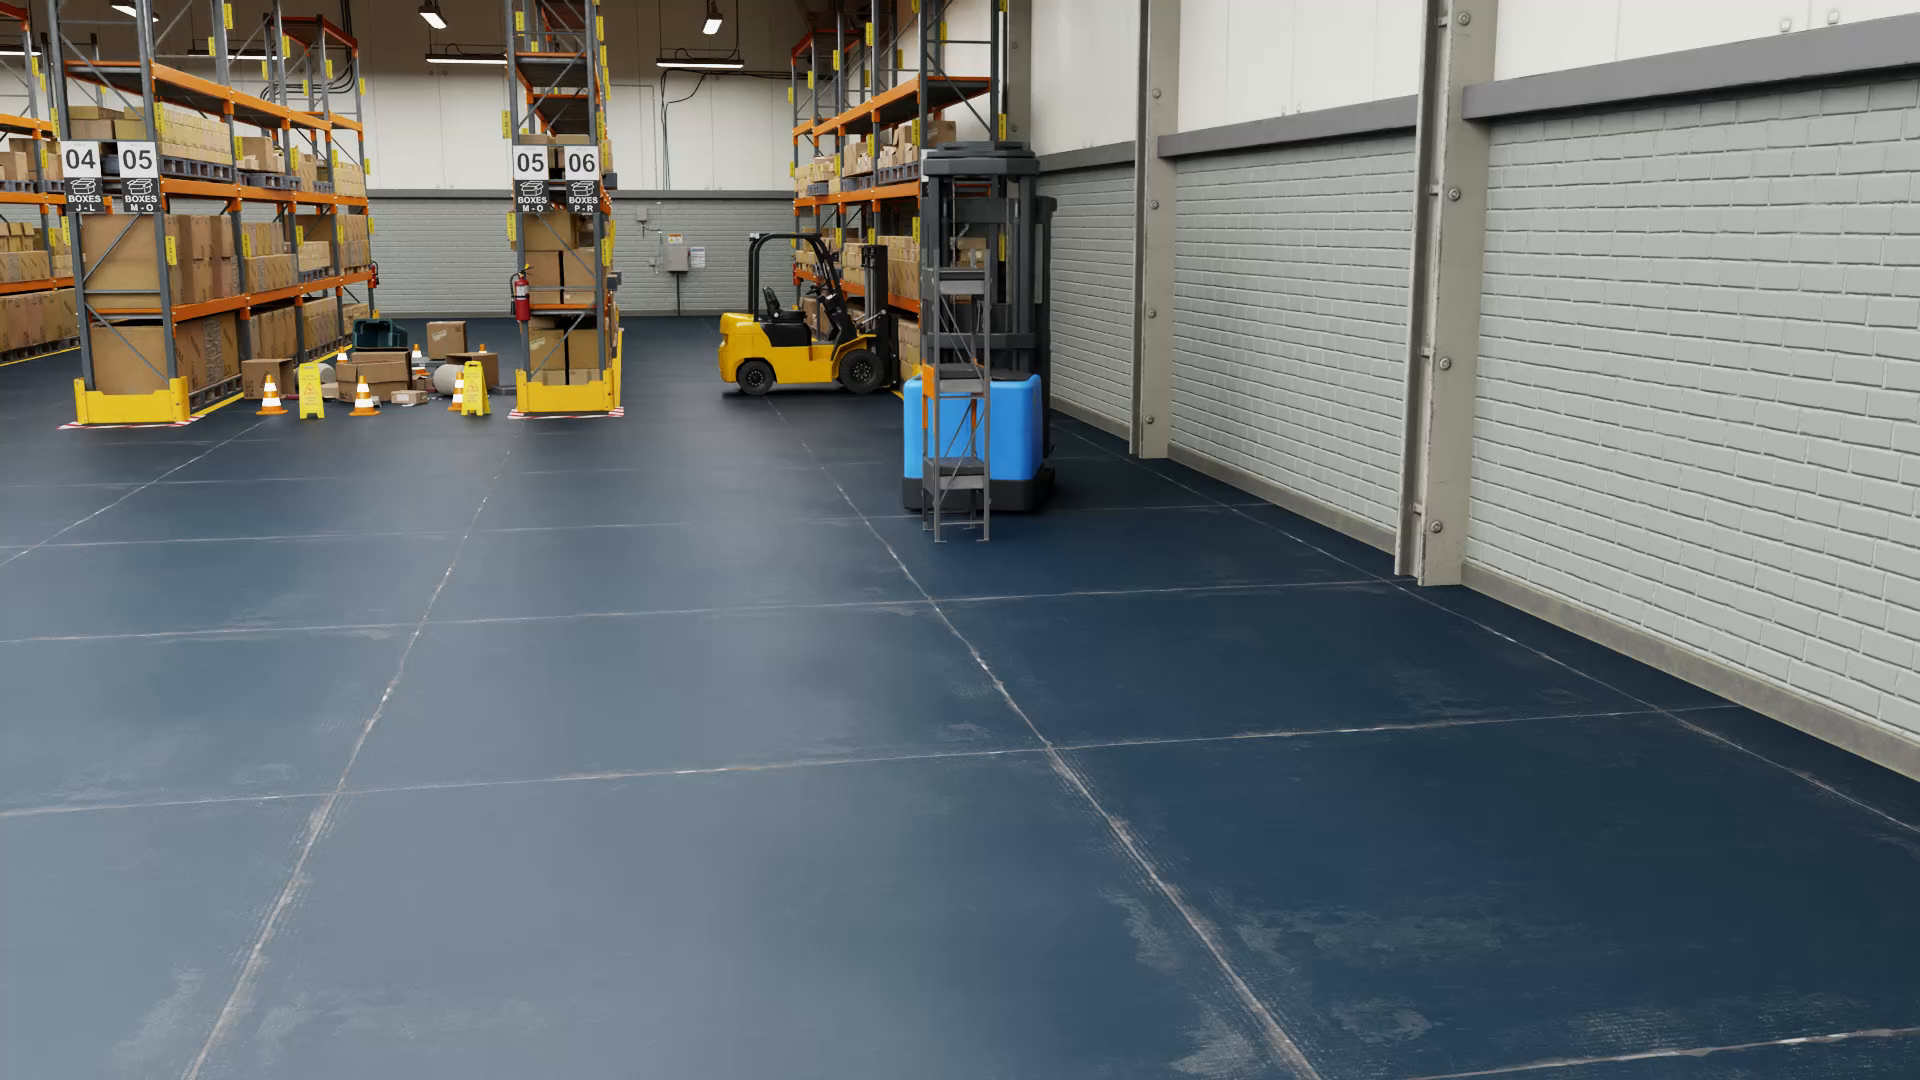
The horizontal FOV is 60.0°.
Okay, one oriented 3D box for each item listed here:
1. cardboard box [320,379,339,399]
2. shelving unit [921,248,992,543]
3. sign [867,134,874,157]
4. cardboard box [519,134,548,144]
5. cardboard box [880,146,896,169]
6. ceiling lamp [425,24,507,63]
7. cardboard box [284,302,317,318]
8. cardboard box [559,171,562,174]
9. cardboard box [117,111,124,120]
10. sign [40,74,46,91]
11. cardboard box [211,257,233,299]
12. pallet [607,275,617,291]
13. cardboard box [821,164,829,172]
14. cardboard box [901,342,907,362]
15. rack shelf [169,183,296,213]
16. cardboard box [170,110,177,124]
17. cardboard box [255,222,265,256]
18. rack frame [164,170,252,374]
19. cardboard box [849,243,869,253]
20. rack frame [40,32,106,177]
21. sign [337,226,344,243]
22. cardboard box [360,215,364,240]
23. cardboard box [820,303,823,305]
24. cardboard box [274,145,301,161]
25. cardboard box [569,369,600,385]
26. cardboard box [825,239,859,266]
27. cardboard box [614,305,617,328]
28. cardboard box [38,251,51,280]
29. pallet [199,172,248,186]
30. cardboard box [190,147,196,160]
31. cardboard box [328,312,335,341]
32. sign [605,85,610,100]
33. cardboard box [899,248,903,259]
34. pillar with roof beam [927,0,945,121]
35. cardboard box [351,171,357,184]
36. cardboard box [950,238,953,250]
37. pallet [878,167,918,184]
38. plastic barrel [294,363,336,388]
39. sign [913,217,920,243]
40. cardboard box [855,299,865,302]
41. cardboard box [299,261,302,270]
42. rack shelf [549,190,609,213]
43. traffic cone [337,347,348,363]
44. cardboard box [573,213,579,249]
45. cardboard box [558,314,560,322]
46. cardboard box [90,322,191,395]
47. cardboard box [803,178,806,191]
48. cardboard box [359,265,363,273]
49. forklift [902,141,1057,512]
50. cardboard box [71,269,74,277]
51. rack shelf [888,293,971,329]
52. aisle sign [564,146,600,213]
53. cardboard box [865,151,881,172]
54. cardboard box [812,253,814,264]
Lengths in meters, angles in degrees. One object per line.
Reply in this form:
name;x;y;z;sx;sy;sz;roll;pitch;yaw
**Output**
cardboard box;-8.355;-2.024;22.122;0.396;0.266;0.258;0;11;-1
shelving unit;-0.032;-1.062;12.160;0.431;2.100;0.503;-2;11;-11
sign;-1.323;-5.856;24.695;0.100;0.325;0.005;-2;11;-11
cardboard box;-5.238;-4.874;20.298;0.380;0.149;0.250;-2;11;-10
cardboard box;-0.870;-5.519;23.997;0.500;0.311;0.500;-2;11;-10
ceiling lamp;-10.895;-12.234;36.794;2.000;3.185;0.800;-2;11;-11
cardboard box;-11.270;-3.924;28.349;0.500;0.250;0.500;-2;11;-12
cardboard box;-5.649;-5.083;22.463;0.500;0.250;0.500;-2;11;-10
cardboard box;-10.266;-5.069;19.933;0.380;0.149;0.250;-2;11;-10
sign;-18.261;-9.119;33.121;0.100;0.325;0.005;-2;11;-11
cardboard box;-10.284;-3.522;22.278;0.875;0.550;0.550;-2;11;-11
pallet;-5.666;-3.866;24.996;1.003;0.211;1.213;-2;11;-11
cardboard box;-2.363;-6.863;30.697;0.380;0.149;0.250;-2;11;-11
cardboard box;-0.503;-2.533;22.377;0.500;0.250;0.500;-2;11;-12
rack shelf;-10.885;-5.103;24.885;1.077;0.370;4.000;-2;11;-11
cardboard box;-9.569;-5.045;19.807;0.380;0.149;0.250;-2;11;-12
cardboard box;-10.895;-4.527;25.015;0.700;0.500;0.500;-2;11;-12
rack frame;-10.496;-3.616;23.171;1.000;3.000;0.127;-2;11;-11
cardboard box;-1.669;-4.933;28.087;0.380;0.149;0.250;-2;11;-9
rack frame;-17.715;-8.602;33.323;1.000;3.000;0.127;-2;11;-11
sign;-11.509;-5.673;30.881;0.100;0.325;0.005;-2;11;-11
cardboard box;-12.399;-6.335;33.722;0.500;0.500;0.500;-3;11;-13
cardboard box;-2.539;-4.684;32.612;0.380;0.149;0.250;-2;11;-8
cardboard box;-11.271;-6.472;27.842;0.396;0.266;0.258;-2;11;-11
cardboard box;-4.768;-2.094;21.408;0.500;0.250;0.500;-2;11;-11
cardboard box;-2.069;-5.279;30.509;0.797;0.503;0.637;-2;11;-12
cardboard box;-7.408;-4.512;33.611;0.875;0.438;0.875;-2;11;-13
cardboard box;-16.578;-4.894;29.622;0.500;0.500;0.500;-2;11;-11
pallet;-10.723;-5.162;23.782;0.805;0.209;1.217;-3;11;-13
cardboard box;-9.716;-4.794;20.619;0.380;0.149;0.250;-2;11;-11
cardboard box;-11.562;-3.841;29.915;0.500;0.500;0.500;-2;11;-12
sign;-7.459;-9.477;35.212;0.100;0.325;0.005;-2;11;-11
cardboard box;-0.630;-3.917;22.754;0.380;0.149;0.250;-2;11;-11
pillar with roof beam;-4.655;-7.313;26.553;9.100;9.000;0.400;-2;11;-11
cardboard box;-12.293;-7.199;33.039;0.500;0.250;0.500;-2;11;-10
cardboard box;-0.291;-3.834;21.519;0.380;0.149;0.250;-2;11;-11
pallet;-0.601;-5.270;24.077;1.003;0.211;1.213;-2;11;-11
plastic barrel;-8.771;-2.198;22.612;0.512;0.421;0.421;6;12;28
sign;-0.549;-3.930;21.091;0.100;0.325;0.005;-2;11;-11
cardboard box;-1.805;-4.512;31.707;0.380;0.149;0.250;-2;11;-9
cardboard box;-11.215;-4.571;27.738;0.380;0.149;0.250;-2;11;-8
rack shelf;-6.049;-5.301;25.928;1.077;0.370;4.000;-2;11;-11
traffic cone;-9.276;-2.670;24.989;0.336;0.463;0.334;-2;11;-11
cardboard box;-5.448;-4.132;22.148;0.700;0.500;0.500;-2;11;-11
cardboard box;-5.688;-3.070;22.795;0.380;0.149;0.250;-1;11;-8
cardboard box;-9.915;-2.167;20.117;0.875;0.875;0.875;-2;11;-11
cardboard box;-2.978;-7.370;34.480;0.500;0.250;0.500;-2;11;-12
cardboard box;-12.342;-5.505;33.771;0.380;0.149;0.250;-2;11;-9
forklift;0.249;-1.889;14.281;1.130;2.935;3.031;1;11;7
cardboard box;-16.824;-5.009;31.162;0.380;0.149;0.250;-2;11;-13
rack shelf;-0.403;-3.275;23.306;1.077;0.370;4.000;-2;11;-11
aisle sign;-4.566;-4.358;20.116;0.394;0.787;0.004;-2;11;-11
cardboard box;-1.172;-5.805;25.496;0.500;0.311;0.500;-2;11;-13
cardboard box;-2.687;-5.620;33.305;0.500;0.250;0.500;-2;11;-10
